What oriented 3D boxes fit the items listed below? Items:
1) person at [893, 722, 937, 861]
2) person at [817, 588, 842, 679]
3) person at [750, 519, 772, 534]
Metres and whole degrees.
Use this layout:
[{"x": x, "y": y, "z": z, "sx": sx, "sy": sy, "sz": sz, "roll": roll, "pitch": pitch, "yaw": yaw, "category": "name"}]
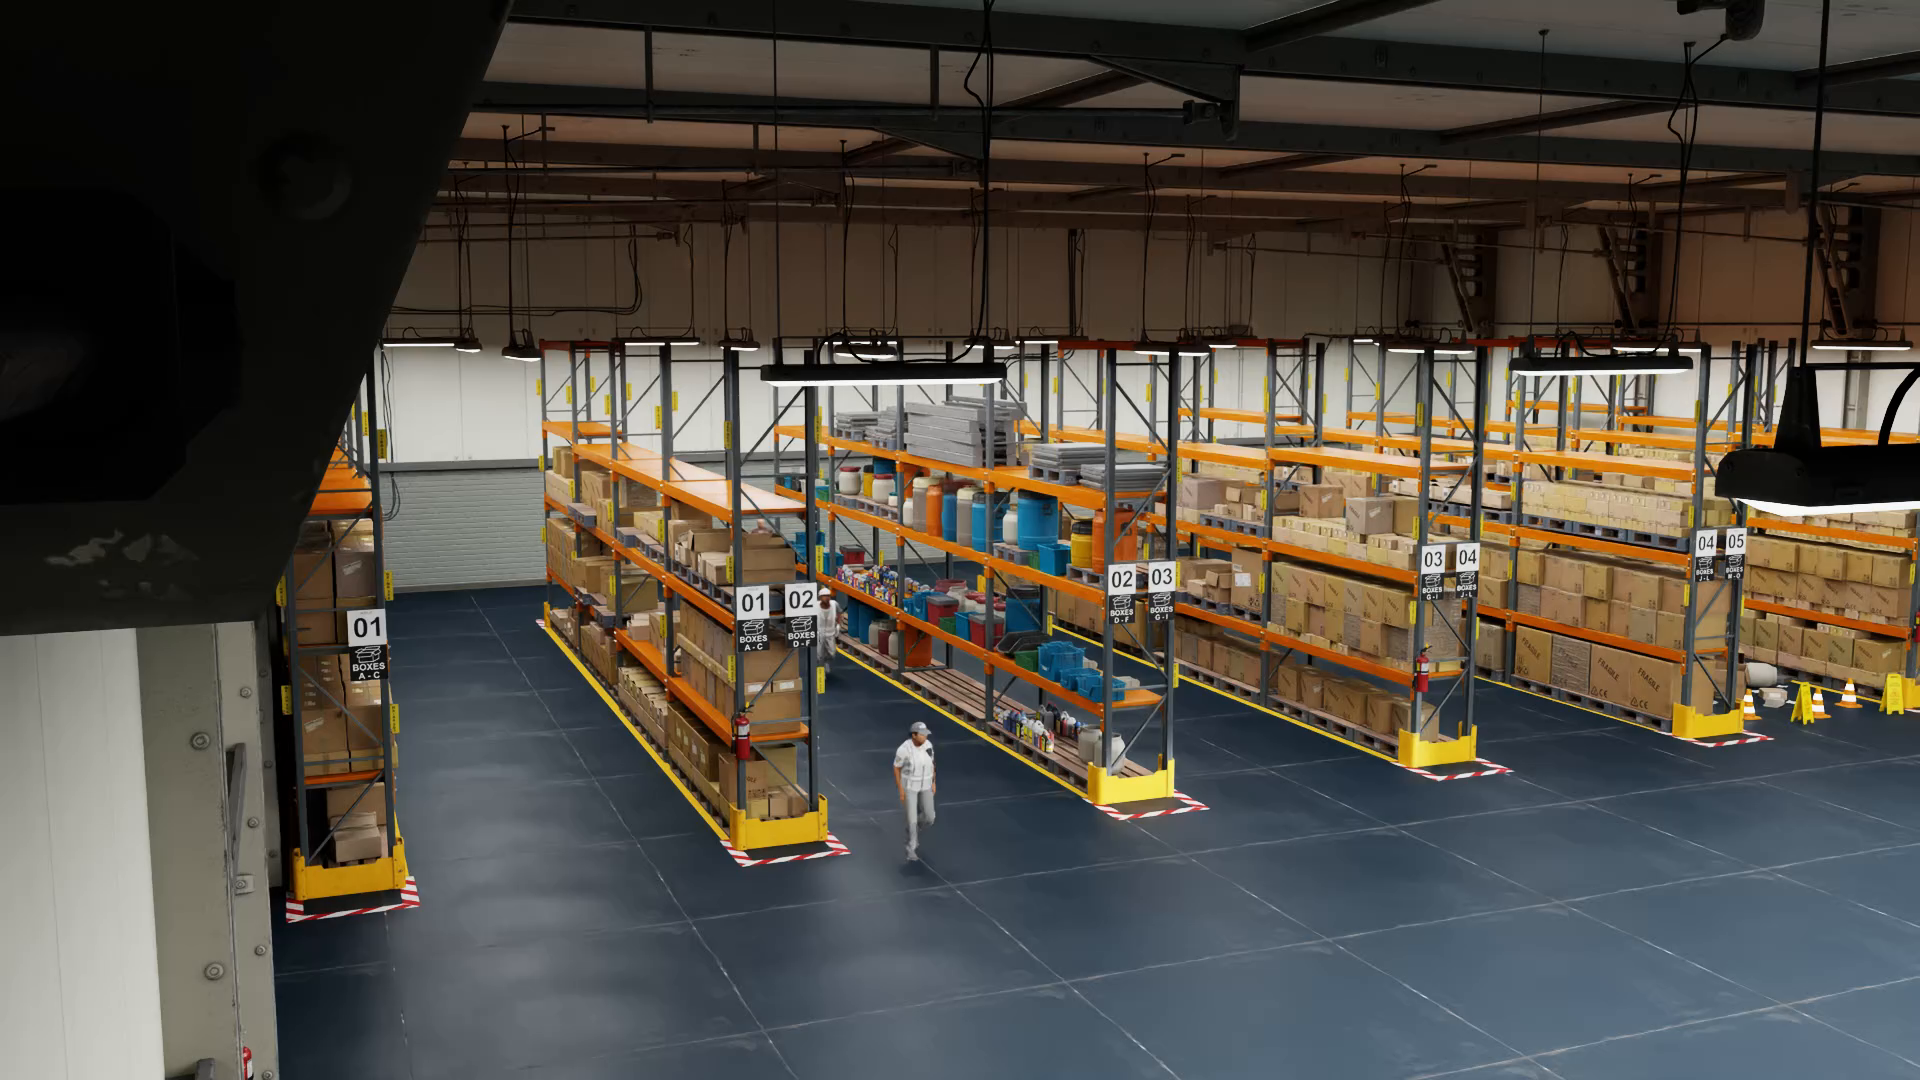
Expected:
[{"x": -0.551, "y": 2.955, "z": 19.840, "sx": 0.549, "sy": 1.653, "sz": 0.588, "roll": -4, "pitch": 9, "yaw": -30, "category": "person"}, {"x": -2.421, "y": 1.666, "z": 29.527, "sx": 0.693, "sy": 1.686, "sz": 0.646, "roll": -2, "pitch": 8, "yaw": -13, "category": "person"}, {"x": -4.712, "y": 0.329, "z": 39.457, "sx": 0.582, "sy": 1.716, "sz": 1.206, "roll": 1, "pitch": 8, "yaw": 9, "category": "person"}]
